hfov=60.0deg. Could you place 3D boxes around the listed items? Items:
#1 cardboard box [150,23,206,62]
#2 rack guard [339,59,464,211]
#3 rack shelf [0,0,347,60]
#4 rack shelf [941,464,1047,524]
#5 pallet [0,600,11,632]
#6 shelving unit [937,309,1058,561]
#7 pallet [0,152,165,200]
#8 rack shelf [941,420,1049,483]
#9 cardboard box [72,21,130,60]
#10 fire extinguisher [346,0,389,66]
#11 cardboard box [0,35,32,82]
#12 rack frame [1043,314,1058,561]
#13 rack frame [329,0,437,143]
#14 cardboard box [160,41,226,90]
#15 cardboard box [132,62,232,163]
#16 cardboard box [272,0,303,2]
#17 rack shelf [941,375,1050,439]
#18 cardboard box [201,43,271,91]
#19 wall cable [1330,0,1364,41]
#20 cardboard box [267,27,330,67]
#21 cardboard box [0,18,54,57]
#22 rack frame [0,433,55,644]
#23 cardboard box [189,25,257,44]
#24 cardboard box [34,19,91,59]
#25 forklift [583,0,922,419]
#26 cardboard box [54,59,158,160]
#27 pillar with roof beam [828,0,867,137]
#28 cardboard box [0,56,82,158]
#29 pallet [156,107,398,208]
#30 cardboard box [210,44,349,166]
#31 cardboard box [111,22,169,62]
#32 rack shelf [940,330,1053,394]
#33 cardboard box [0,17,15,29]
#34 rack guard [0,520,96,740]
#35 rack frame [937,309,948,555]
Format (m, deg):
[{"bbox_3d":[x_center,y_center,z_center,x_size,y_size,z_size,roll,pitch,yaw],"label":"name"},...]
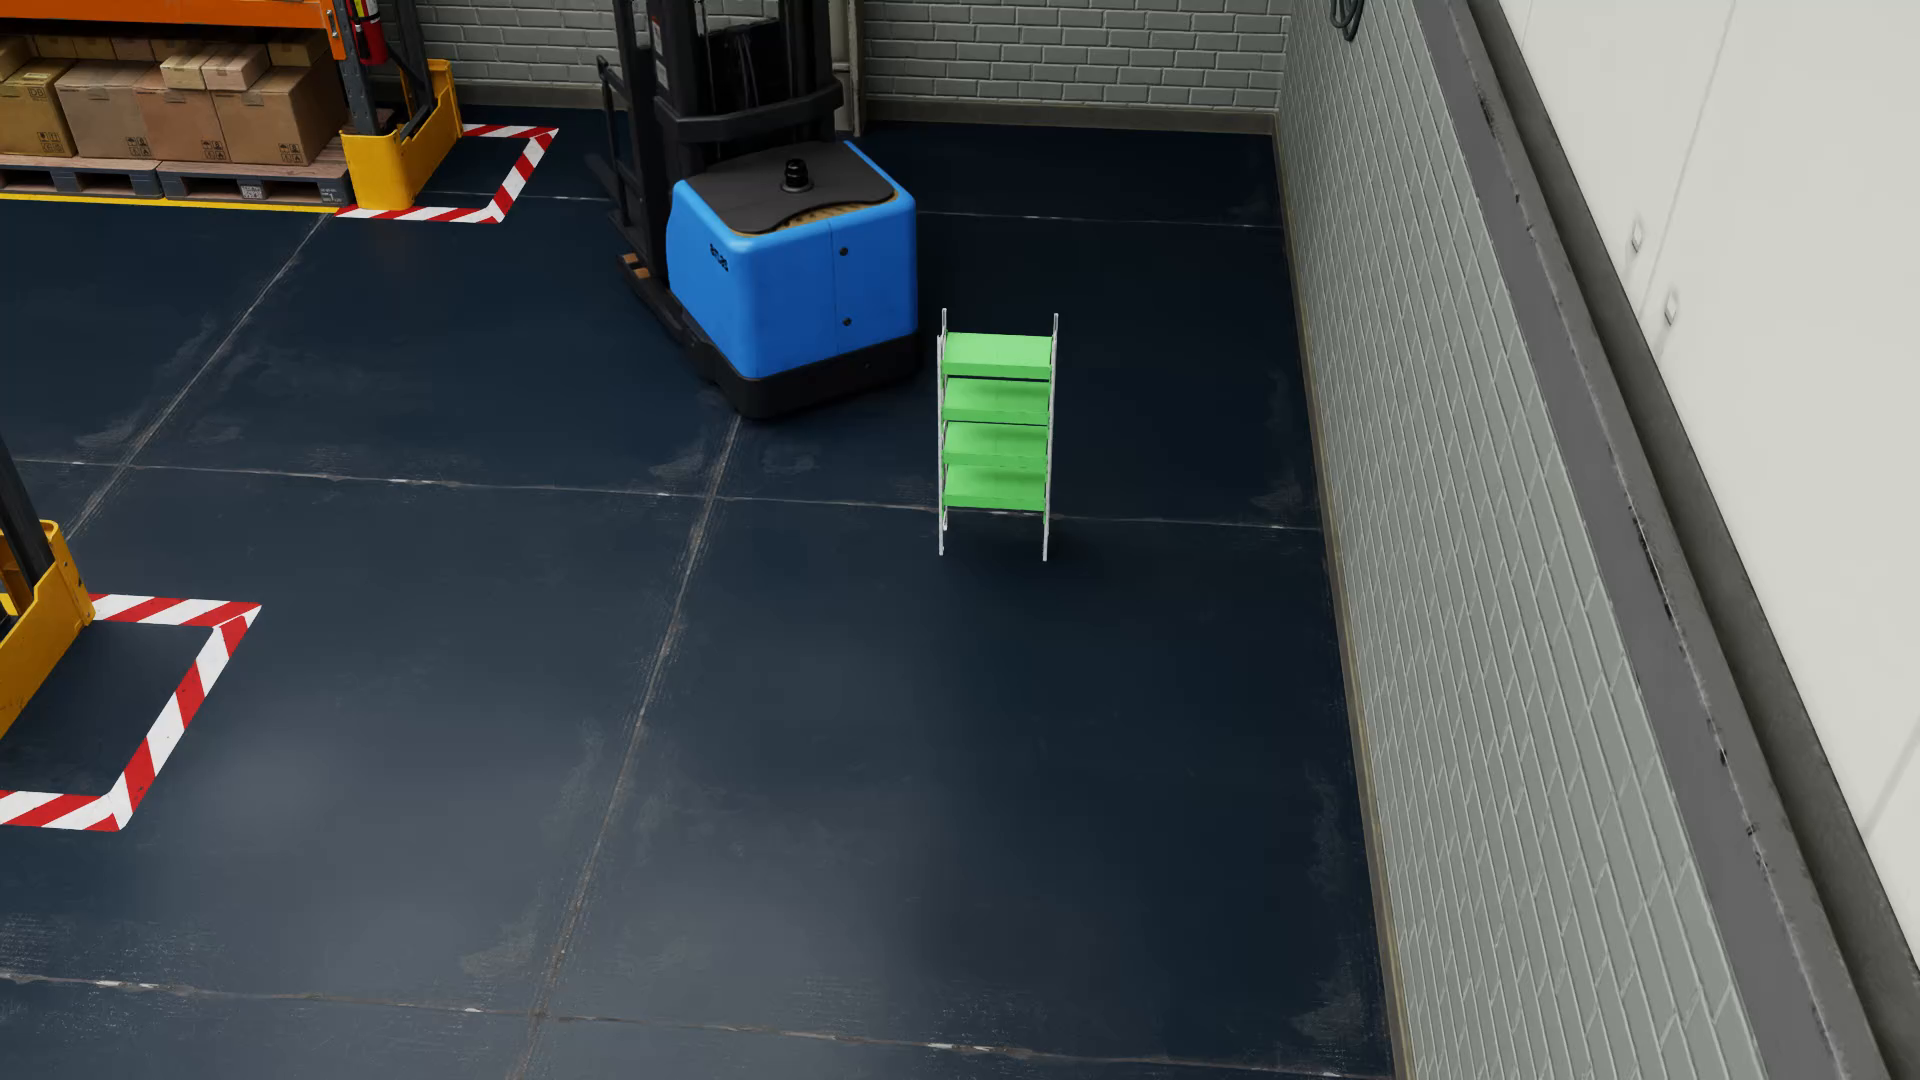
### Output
[{"bbox_3d":[-4.936,-3.190,10.597,0.250,0.149,0.380,3,39,4],"label":"cardboard box"},{"bbox_3d":[-3.594,-2.639,10.766,0.348,0.500,1.175,3,39,4],"label":"rack guard"},{"bbox_3d":[-5.611,-3.440,10.340,4.000,0.370,1.077,3,39,4],"label":"rack shelf"},{"bbox_3d":[0.165,-0.221,7.722,0.480,0.148,0.258,3,39,4],"label":"rack shelf"},{"bbox_3d":[-4.912,0.541,7.089,1.213,0.211,1.003,3,39,4],"label":"pallet"},{"bbox_3d":[0.165,-0.456,7.531,0.503,1.200,0.258,3,39,4],"label":"shelving unit"},{"bbox_3d":[-5.633,-2.591,10.936,1.213,0.211,1.003,3,39,4],"label":"pallet"},{"bbox_3d":[0.165,-0.407,7.571,0.480,0.148,0.258,3,39,4],"label":"rack shelf"},{"bbox_3d":[-5.445,-3.217,10.630,0.250,0.149,0.380,4,39,4],"label":"cardboard box"},{"bbox_3d":[-3.508,-3.137,9.754,0.183,0.674,0.296,3,39,4],"label":"fire extinguisher"},{"bbox_3d":[-6.021,-3.006,10.370,0.250,0.149,0.380,2,39,3],"label":"cardboard box"},{"bbox_3d":[0.408,-0.443,7.514,0.015,1.200,0.240,3,39,4],"label":"rack frame"},{"bbox_3d":[-3.618,-3.610,9.979,0.127,3.000,1.000,3,39,4],"label":"rack frame"},{"bbox_3d":[-4.722,-2.936,10.285,0.250,0.149,0.380,4,39,5],"label":"cardboard box"},{"bbox_3d":[-4.822,-2.805,10.639,0.500,0.500,0.700,3,39,4],"label":"cardboard box"},{"bbox_3d":[-4.127,-3.747,9.911,0.700,0.700,0.980,5,39,6],"label":"cardboard box"},{"bbox_3d":[0.165,-0.593,7.419,0.480,0.148,0.258,3,39,4],"label":"rack shelf"},{"bbox_3d":[-4.468,-2.922,10.268,0.250,0.149,0.380,3,39,3],"label":"cardboard box"},{"bbox_3d":[1.986,-4.199,8.411,0.112,2.526,3.097,3,39,4],"label":"wall cable"},{"bbox_3d":[-4.182,-3.149,10.546,0.250,0.149,0.380,3,39,4],"label":"cardboard box"},{"bbox_3d":[-5.955,-3.244,10.664,0.250,0.149,0.380,4,39,4],"label":"cardboard box"},{"bbox_3d":[-4.042,-0.494,6.151,0.127,3.000,1.000,3,39,4],"label":"rack frame"},{"bbox_3d":[-4.687,-3.176,10.580,0.250,0.149,0.380,3,39,4],"label":"cardboard box"},{"bbox_3d":[-5.698,-3.231,10.647,0.250,0.149,0.380,2,39,3],"label":"cardboard box"},{"bbox_3d":[-1.364,-2.677,8.888,1.130,2.935,3.031,-19,43,-22],"label":"forklift"},{"bbox_3d":[-5.324,-2.832,10.672,0.500,0.500,0.700,2,39,2],"label":"cardboard box"},{"bbox_3d":[-1.225,-3.626,5.247,0.400,9.000,9.100,3,39,4],"label":"pillar with roof beam"},{"bbox_3d":[-5.855,-2.857,10.702,0.500,0.500,0.700,4,39,5],"label":"cardboard box"},{"bbox_3d":[-4.421,-2.522,10.852,1.213,0.211,1.003,3,39,4],"label":"pallet"},{"bbox_3d":[-4.324,-2.778,10.605,0.500,0.500,0.700,3,39,4],"label":"cardboard box"},{"bbox_3d":[-5.190,-3.203,10.613,0.250,0.149,0.380,4,39,4],"label":"cardboard box"},{"bbox_3d":[0.165,-0.779,7.268,0.480,0.148,0.258,3,39,4],"label":"rack shelf"},{"bbox_3d":[-6.206,-3.259,10.681,0.250,0.149,0.380,2,39,2],"label":"cardboard box"},{"bbox_3d":[-4.117,0.471,6.945,0.348,0.500,1.175,3,39,4],"label":"rack guard"},{"bbox_3d":[-0.078,-0.470,7.547,0.015,1.200,0.240,3,39,4],"label":"rack frame"}]
